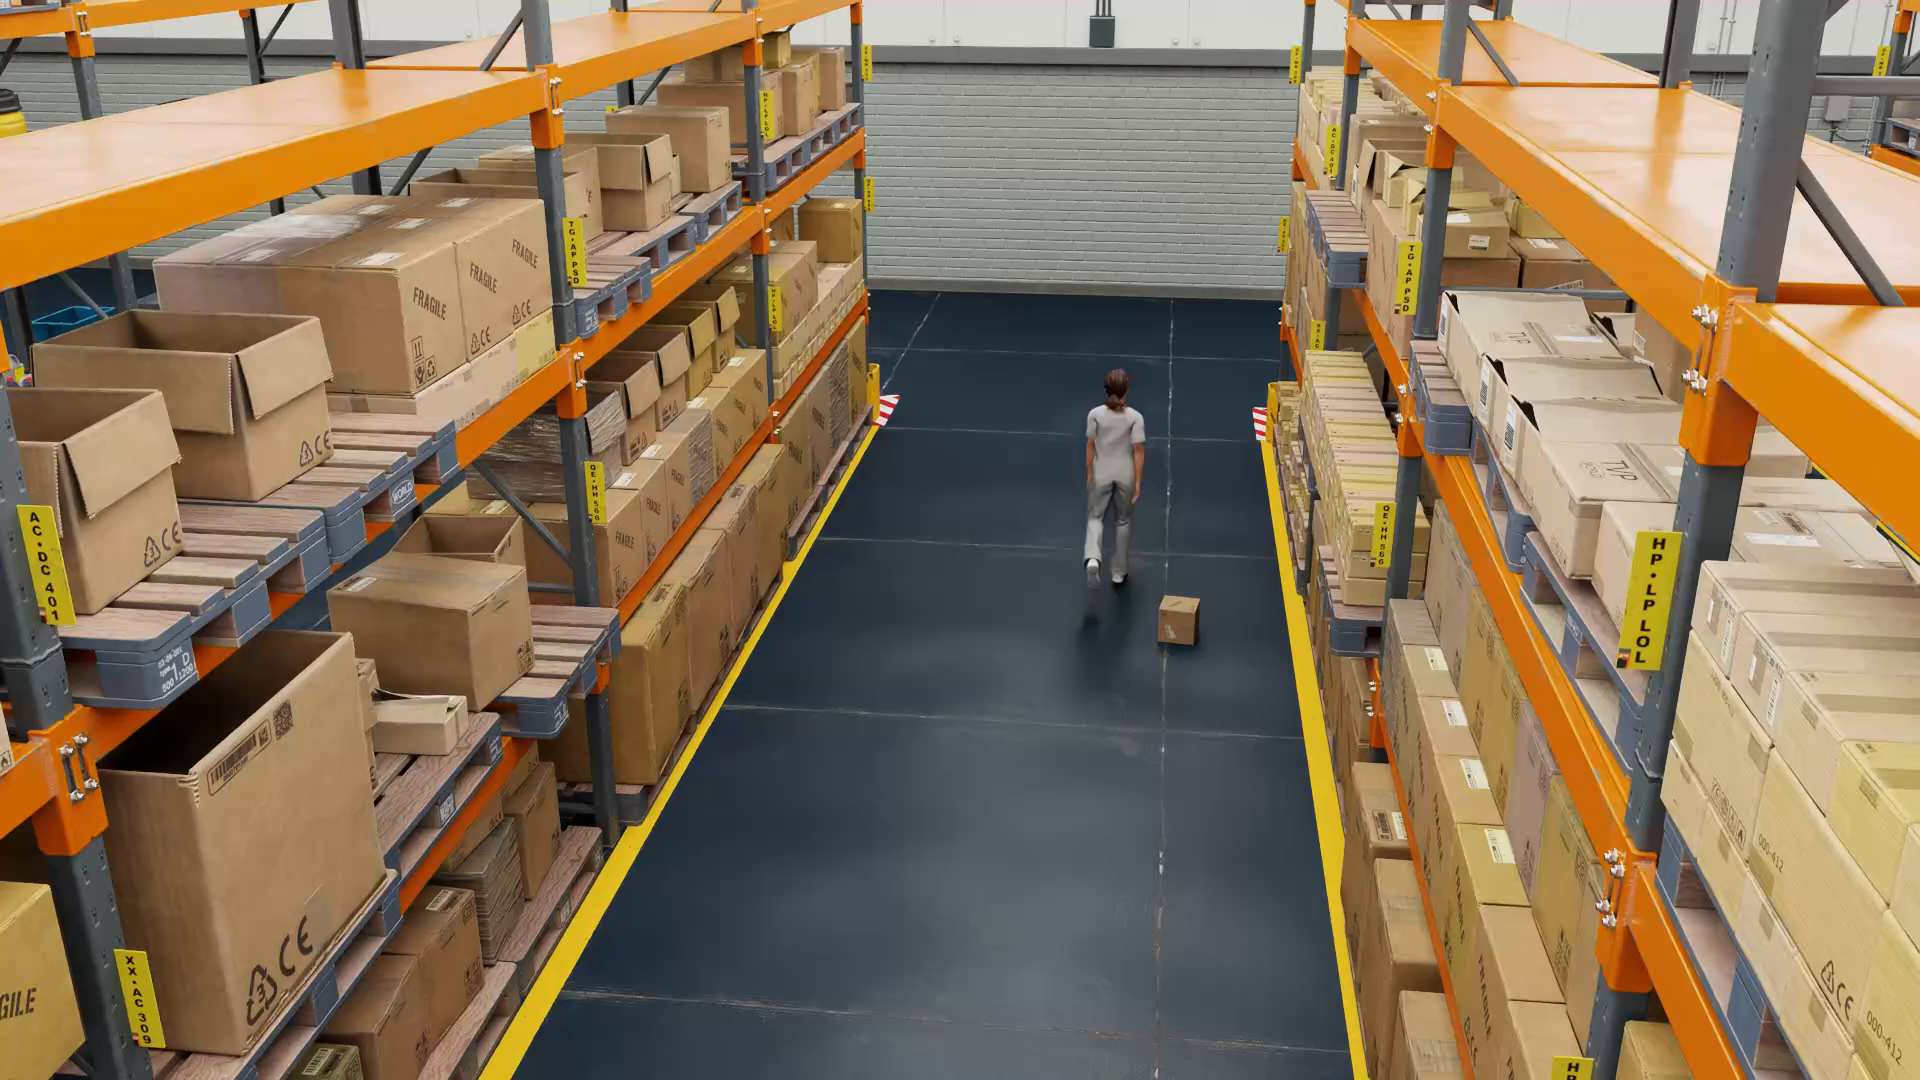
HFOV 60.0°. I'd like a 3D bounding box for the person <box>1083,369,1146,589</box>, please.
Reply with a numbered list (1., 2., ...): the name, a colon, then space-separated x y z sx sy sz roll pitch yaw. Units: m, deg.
1. person: 1.122 -0.413 12.143 0.438 1.633 0.752 3 21 8
